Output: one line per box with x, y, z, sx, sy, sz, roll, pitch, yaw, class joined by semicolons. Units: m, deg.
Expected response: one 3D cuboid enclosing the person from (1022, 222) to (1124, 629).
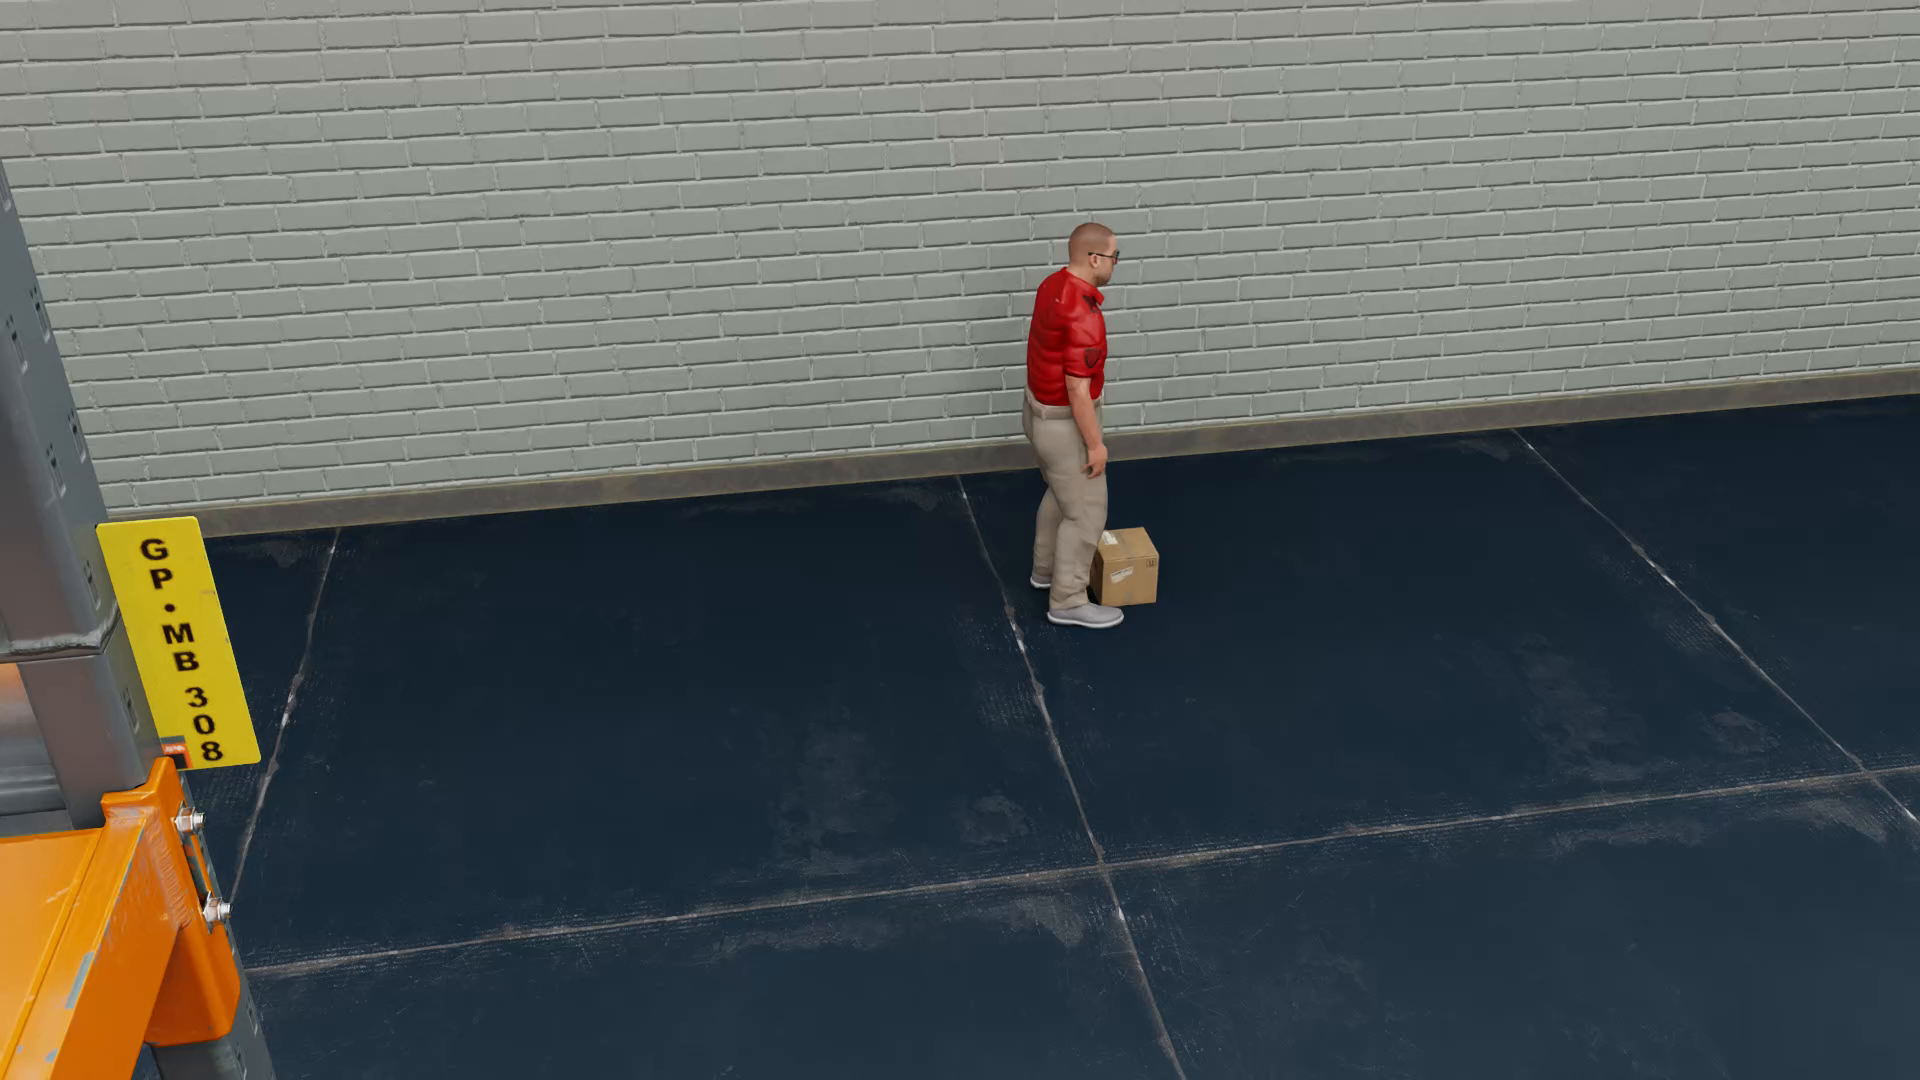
0.472;-0.488;6.974;0.393;1.725;0.584;-6;31;-11;person
